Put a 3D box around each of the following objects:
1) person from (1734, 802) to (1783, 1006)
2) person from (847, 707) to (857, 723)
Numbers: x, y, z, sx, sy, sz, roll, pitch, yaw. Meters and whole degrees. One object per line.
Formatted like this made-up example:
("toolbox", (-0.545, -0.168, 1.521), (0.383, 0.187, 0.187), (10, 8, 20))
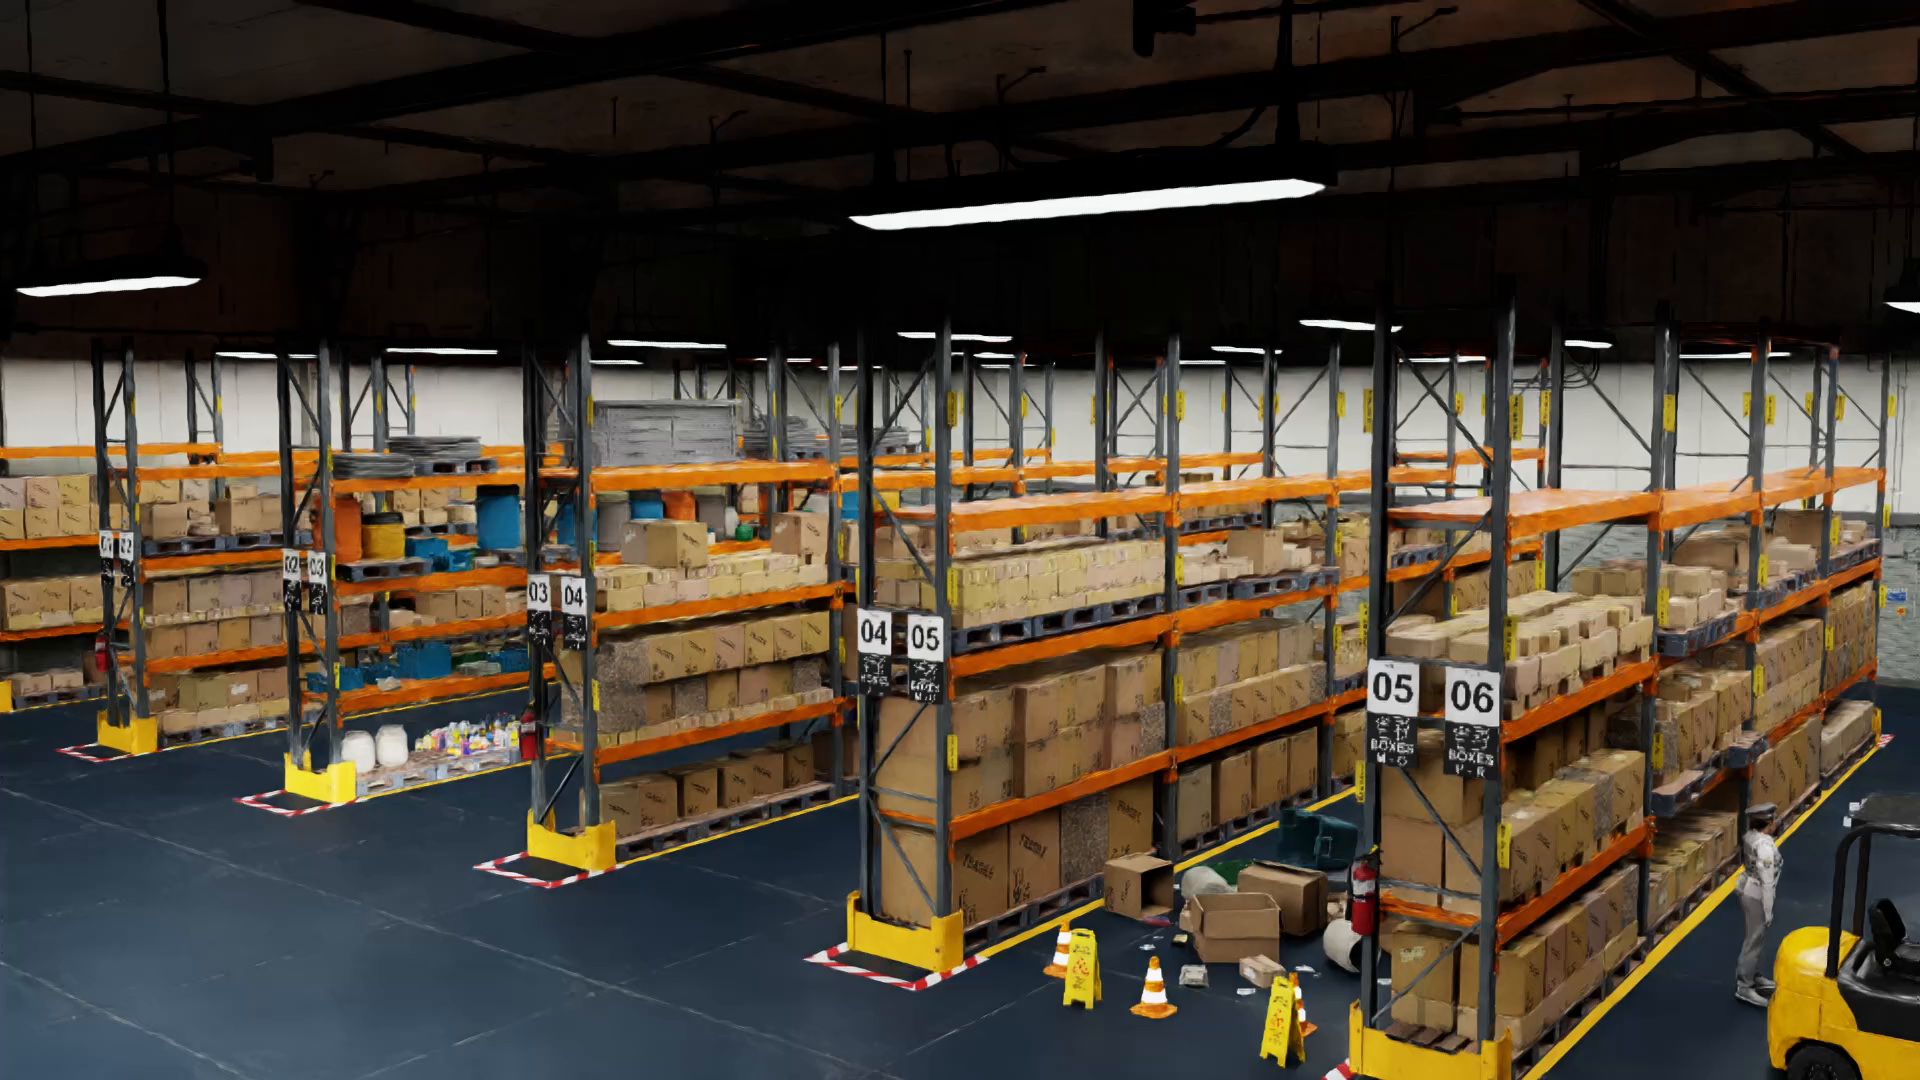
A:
("person", (6.863, 3.078, 14.214), (0.425, 1.684, 0.555), (1, 5, 9))
("person", (-1.596, 2.173, 25.256), (0.479, 1.567, 1.090), (4, 6, 39))
